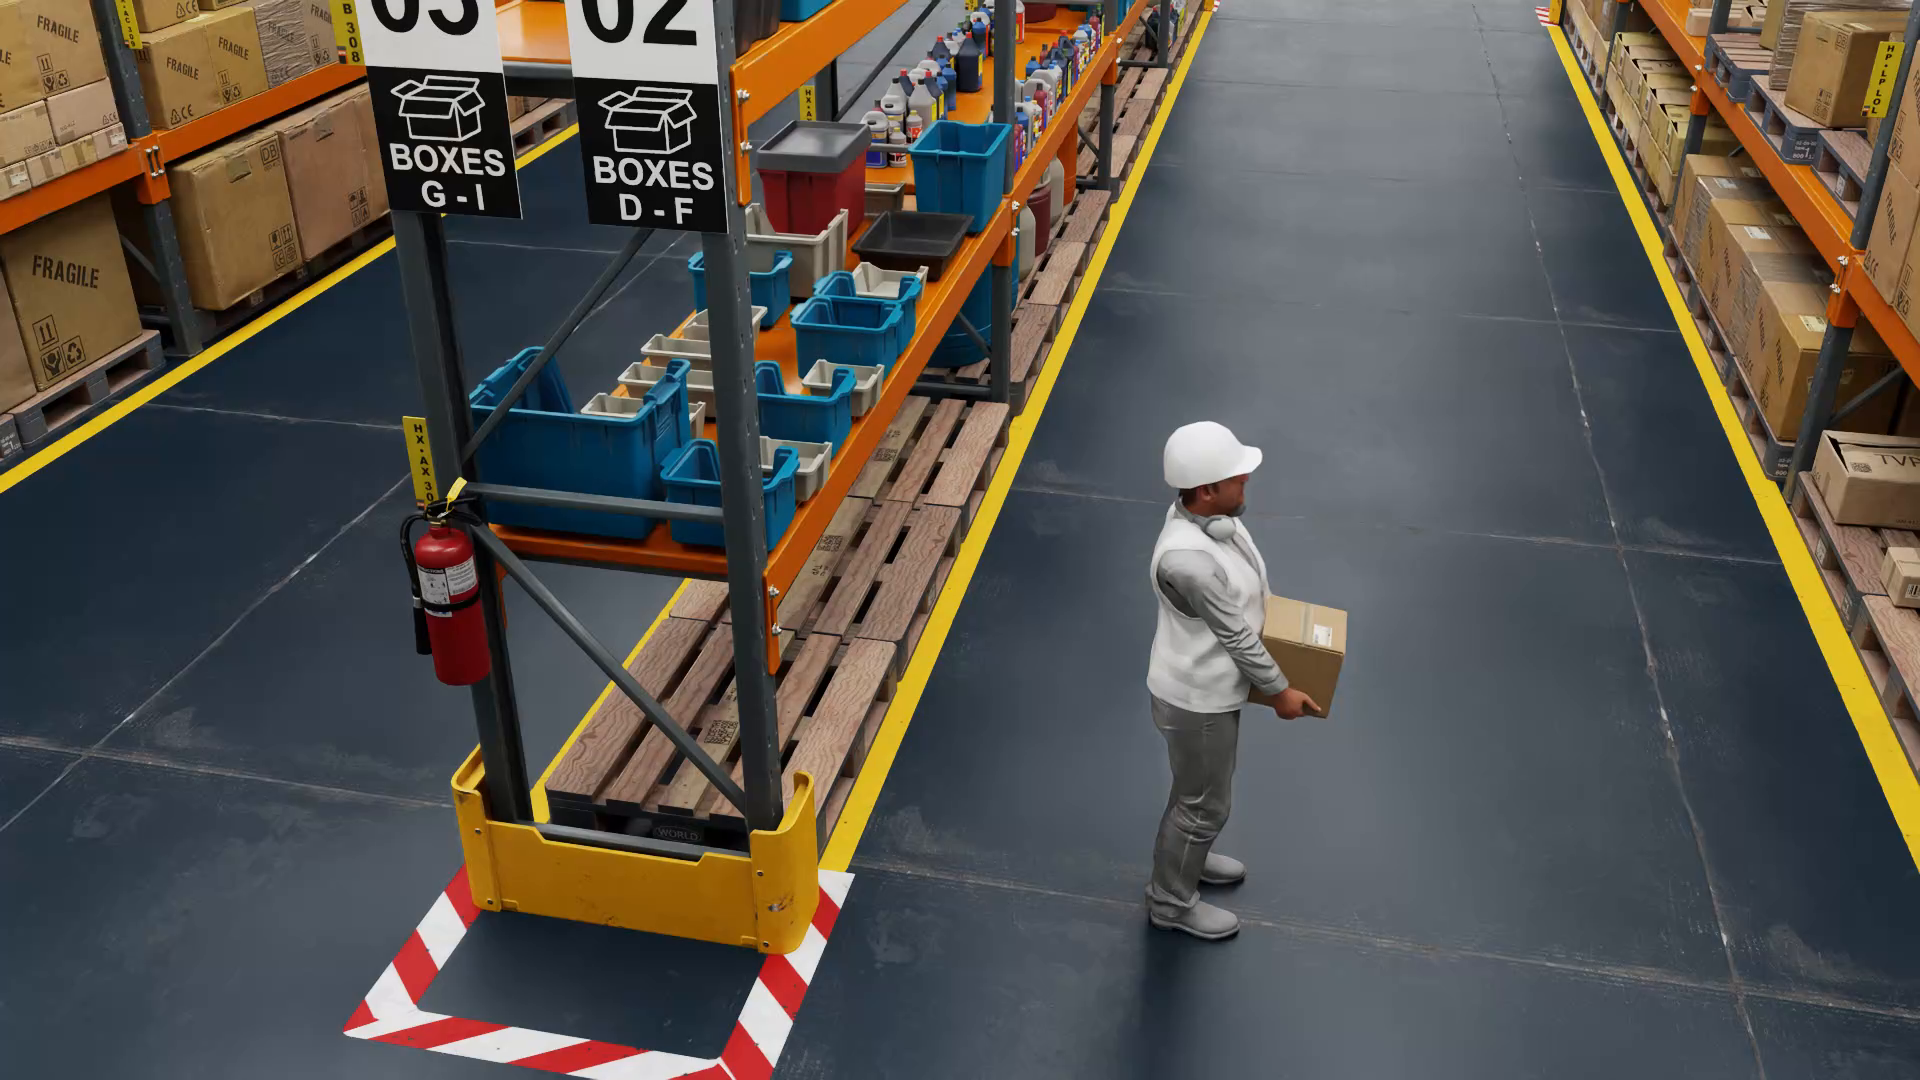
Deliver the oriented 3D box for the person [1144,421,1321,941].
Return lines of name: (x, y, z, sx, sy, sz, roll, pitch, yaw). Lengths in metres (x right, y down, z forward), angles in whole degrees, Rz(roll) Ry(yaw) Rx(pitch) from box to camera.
person: (0.870, 0.451, 5.283, 0.548, 1.764, 0.494, 6, 29, 12)
